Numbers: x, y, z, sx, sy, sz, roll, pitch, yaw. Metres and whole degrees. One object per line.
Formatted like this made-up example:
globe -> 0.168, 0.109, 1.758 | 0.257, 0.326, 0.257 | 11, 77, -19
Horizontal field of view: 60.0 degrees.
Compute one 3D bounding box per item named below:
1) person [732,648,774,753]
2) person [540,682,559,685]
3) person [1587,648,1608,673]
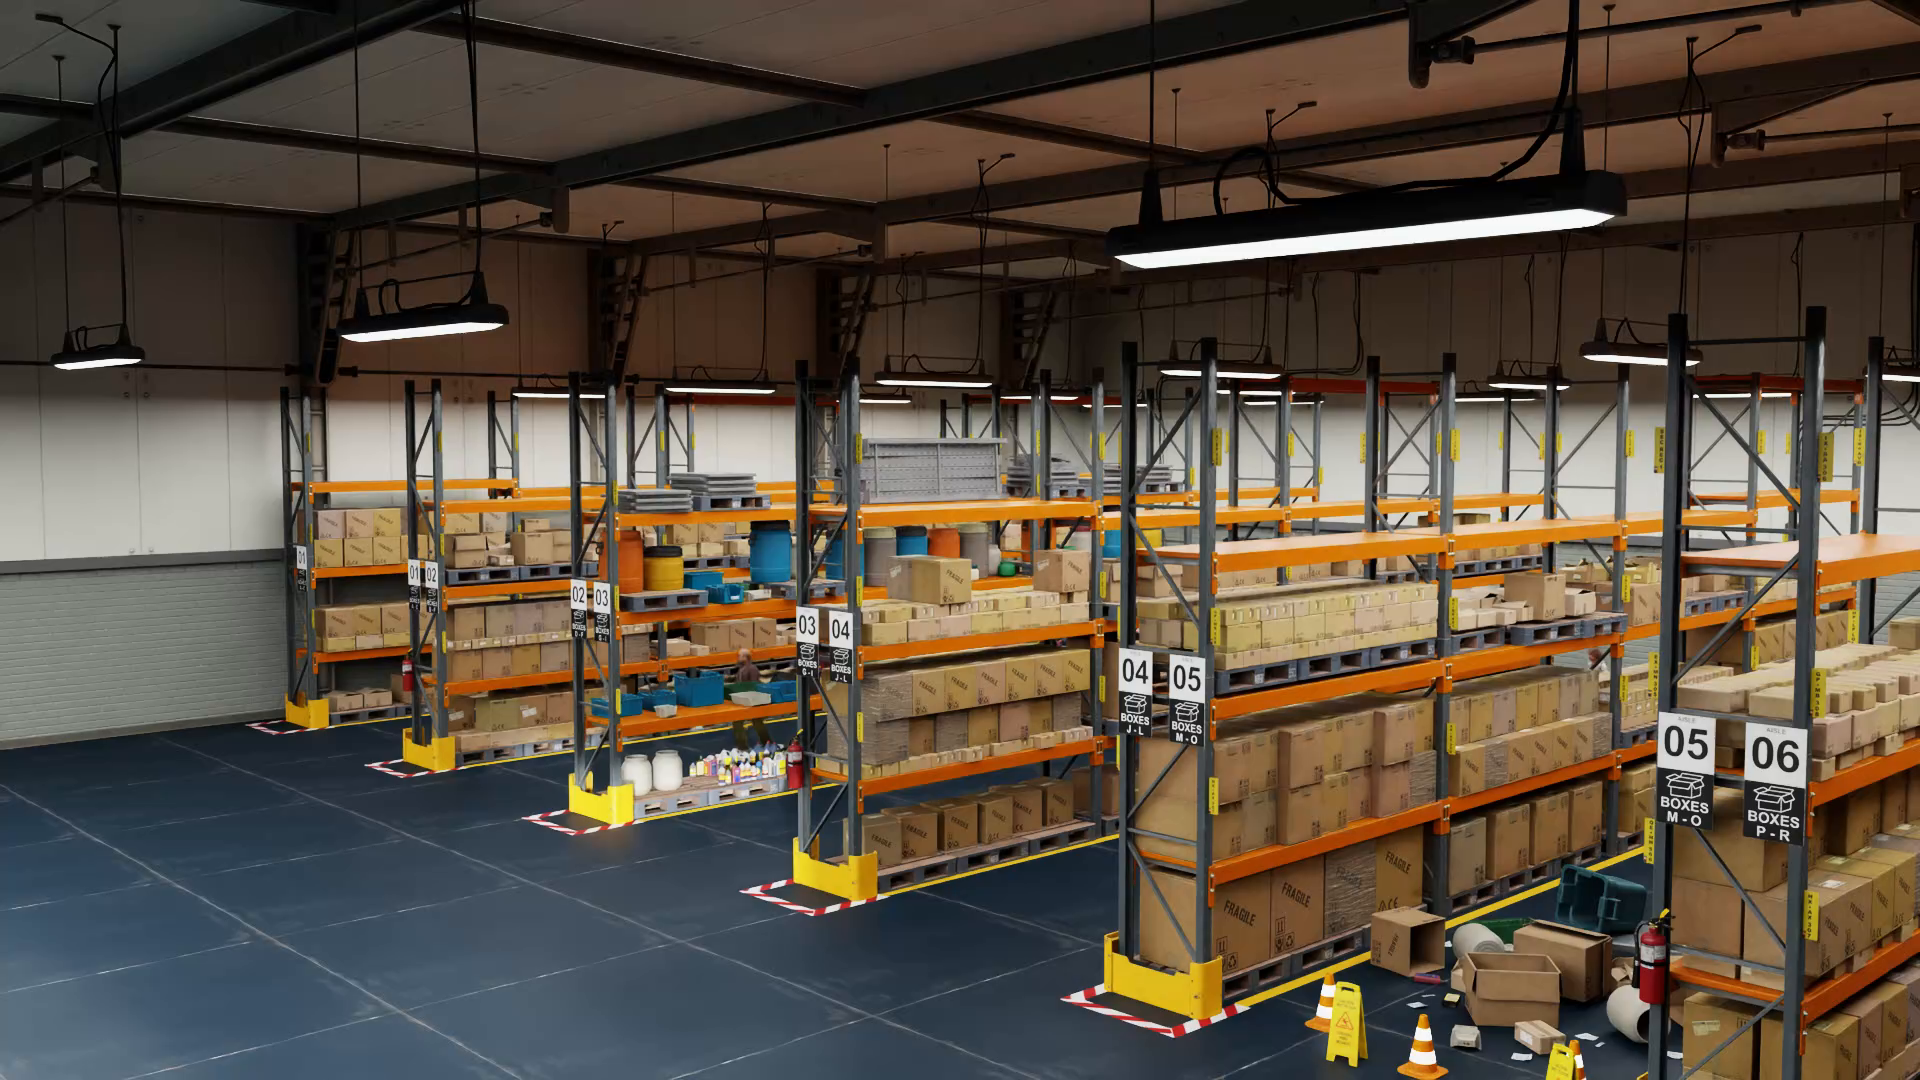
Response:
person -> -3.373, 2.647, 26.685 | 0.879, 1.837, 0.678 | -3, 4, -34
person -> -7.294, 2.406, 29.251 | 0.576, 1.748, 0.809 | 2, 4, 27
person -> 10.852, 2.593, 28.384 | 0.749, 1.522, 0.448 | -3, 5, -37
